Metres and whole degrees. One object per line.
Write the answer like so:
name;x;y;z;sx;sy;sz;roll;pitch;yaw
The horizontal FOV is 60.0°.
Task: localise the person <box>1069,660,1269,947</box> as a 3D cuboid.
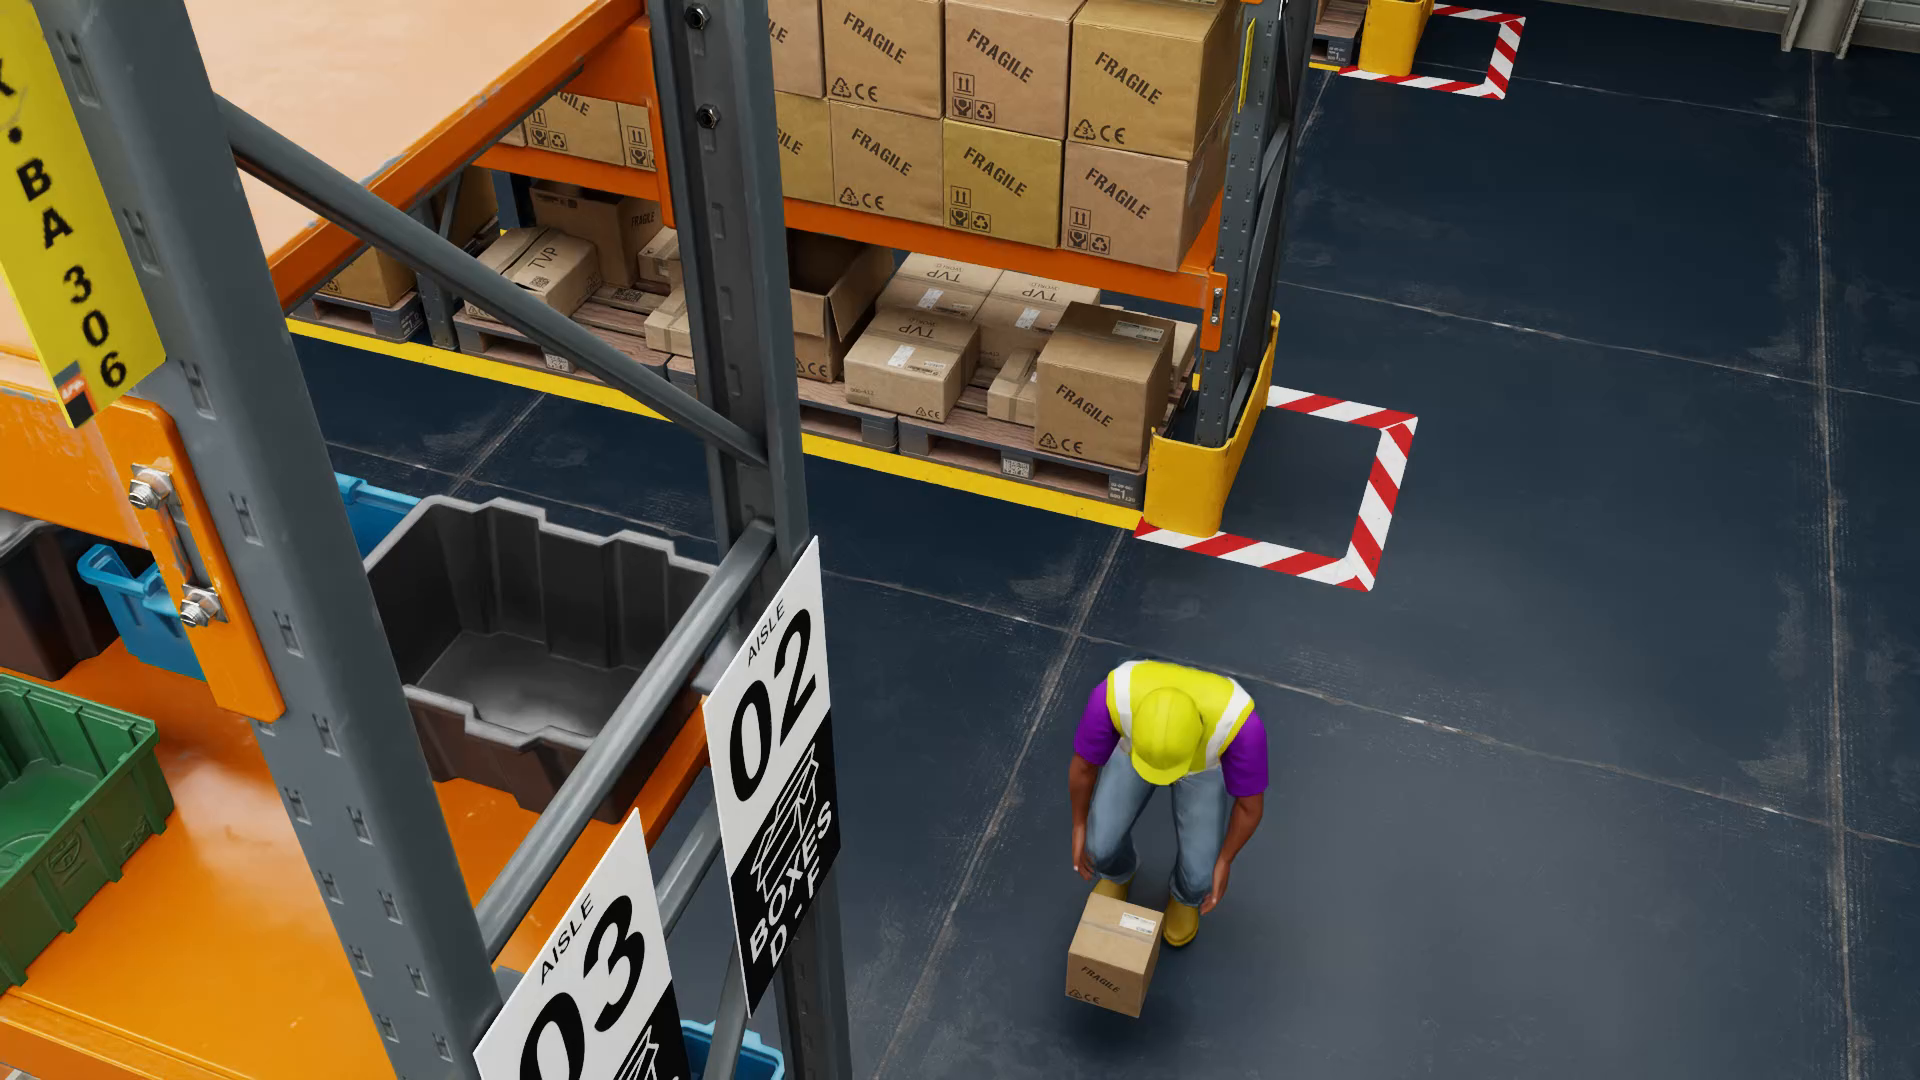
person;-6.756;-0.268;6.721;15.757;1.405;2.793;14;43;15
